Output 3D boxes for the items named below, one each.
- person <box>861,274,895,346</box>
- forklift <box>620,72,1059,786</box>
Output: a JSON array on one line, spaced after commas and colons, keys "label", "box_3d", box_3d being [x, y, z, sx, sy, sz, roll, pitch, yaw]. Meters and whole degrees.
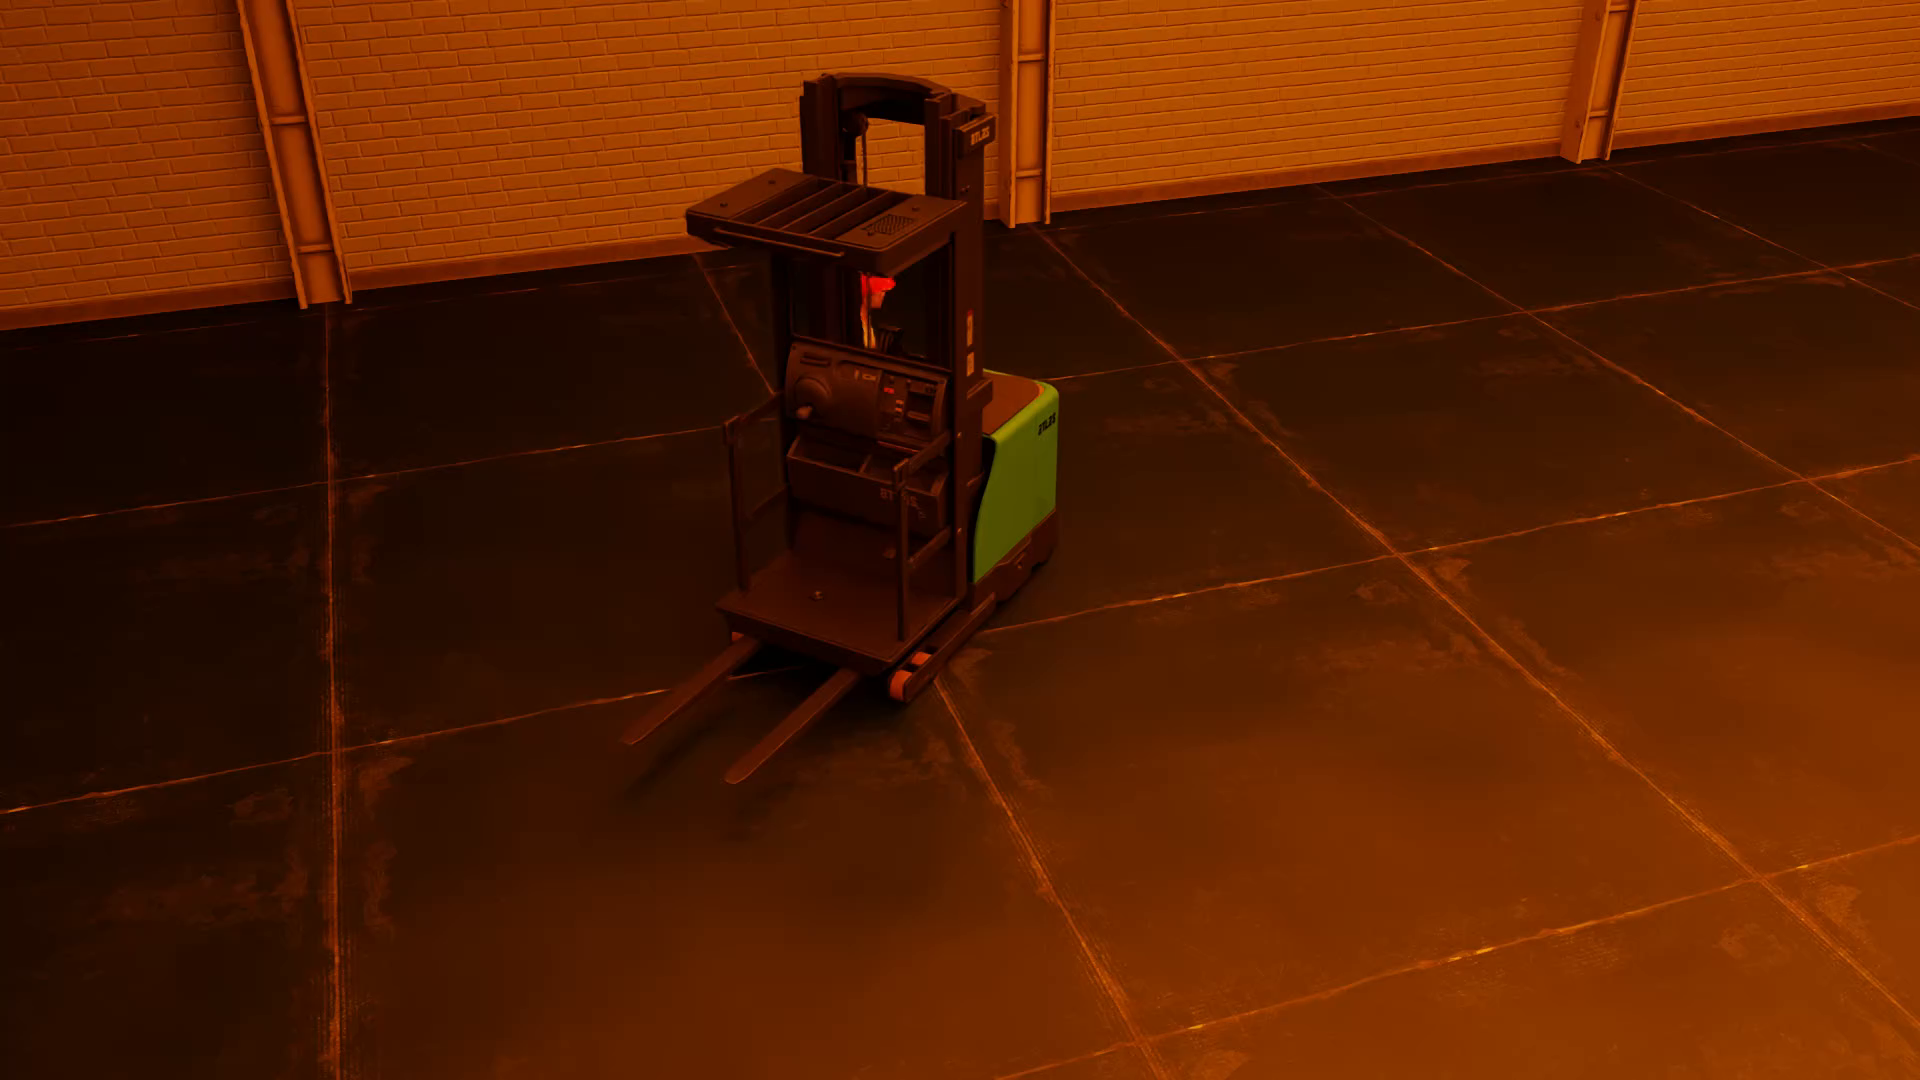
[{"label": "person", "box_3d": [-0.375, -0.951, 10.209, 0.898, 1.566, 0.787, -6, 30, -10]}, {"label": "forklift", "box_3d": [-0.587, -0.693, 8.291, 1.130, 2.935, 3.031, 16, 33, 25]}]
